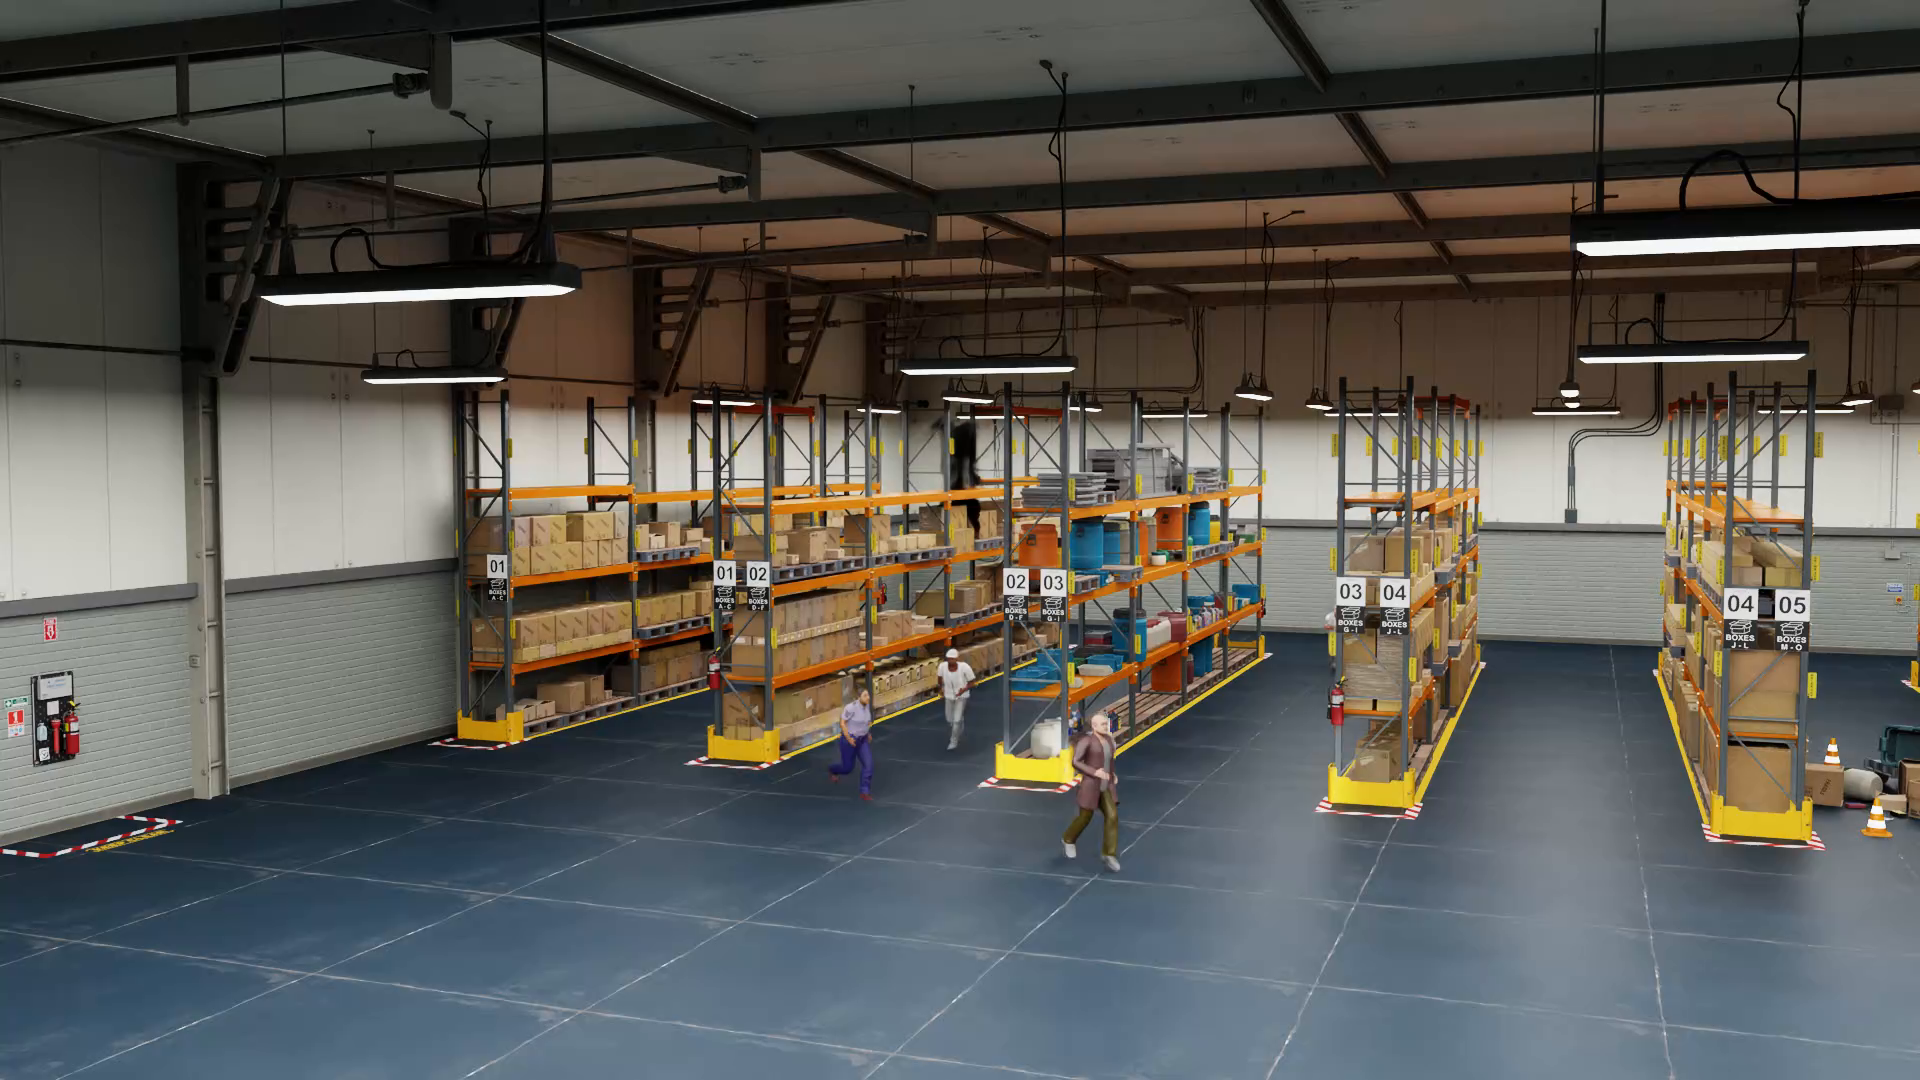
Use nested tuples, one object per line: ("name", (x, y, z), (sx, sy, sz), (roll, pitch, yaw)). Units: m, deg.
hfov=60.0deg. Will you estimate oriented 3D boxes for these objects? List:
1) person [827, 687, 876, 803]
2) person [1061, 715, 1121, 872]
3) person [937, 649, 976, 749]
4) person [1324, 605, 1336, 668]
("person", (-1.534, 2.918, 23.807), (0.921, 1.634, 0.606), (3, 4, 44))
("person", (1.650, 3.006, 20.039), (0.750, 1.801, 1.012), (-2, 4, -34))
("person", (-0.058, 2.645, 27.837), (0.695, 1.691, 0.810), (1, 3, 14))
("person", (8.514, 2.190, 37.372), (0.640, 1.556, 0.940), (1, 3, 13))
